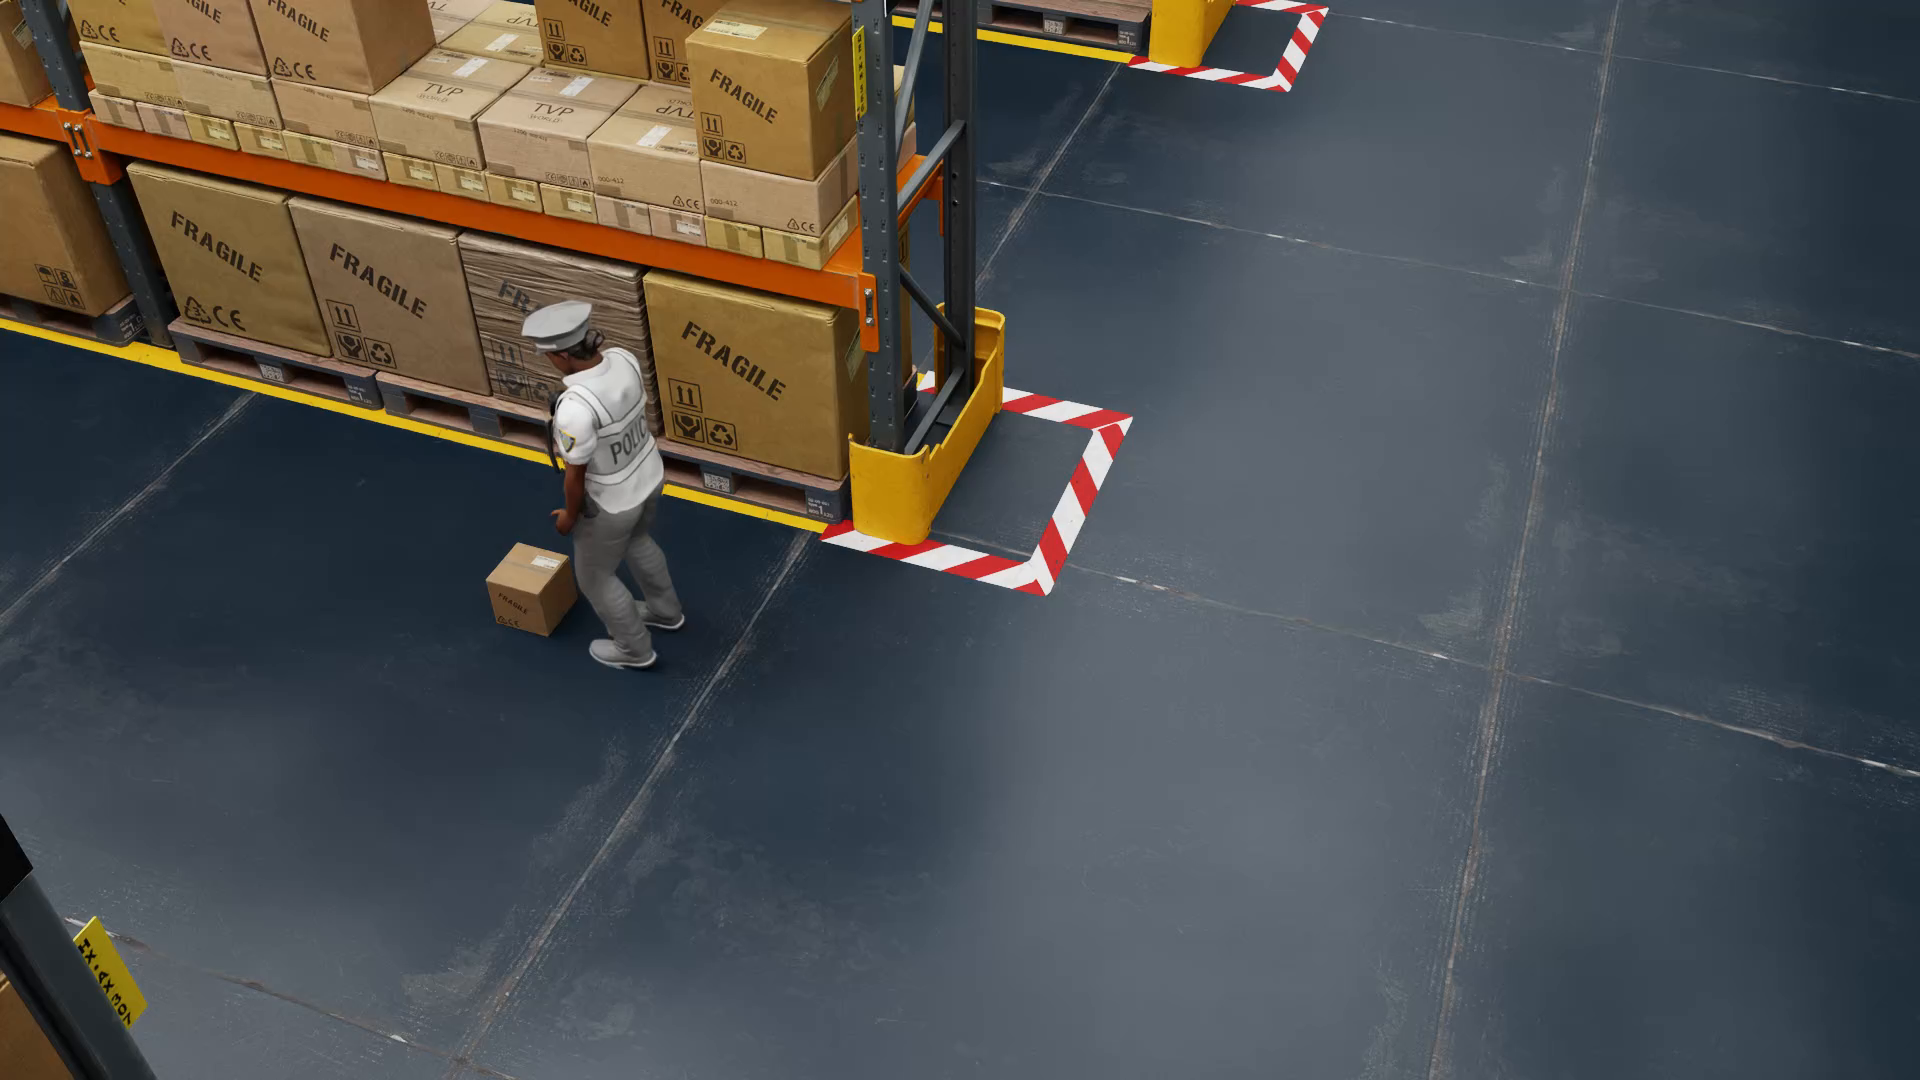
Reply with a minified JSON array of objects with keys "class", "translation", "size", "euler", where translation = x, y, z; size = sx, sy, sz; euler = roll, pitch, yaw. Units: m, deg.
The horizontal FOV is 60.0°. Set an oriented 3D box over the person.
[{"class":"person","translation":[-1.353,-0.178,6.385],"size":[0.394,1.641,0.448],"euler":[15,44,16]}]
